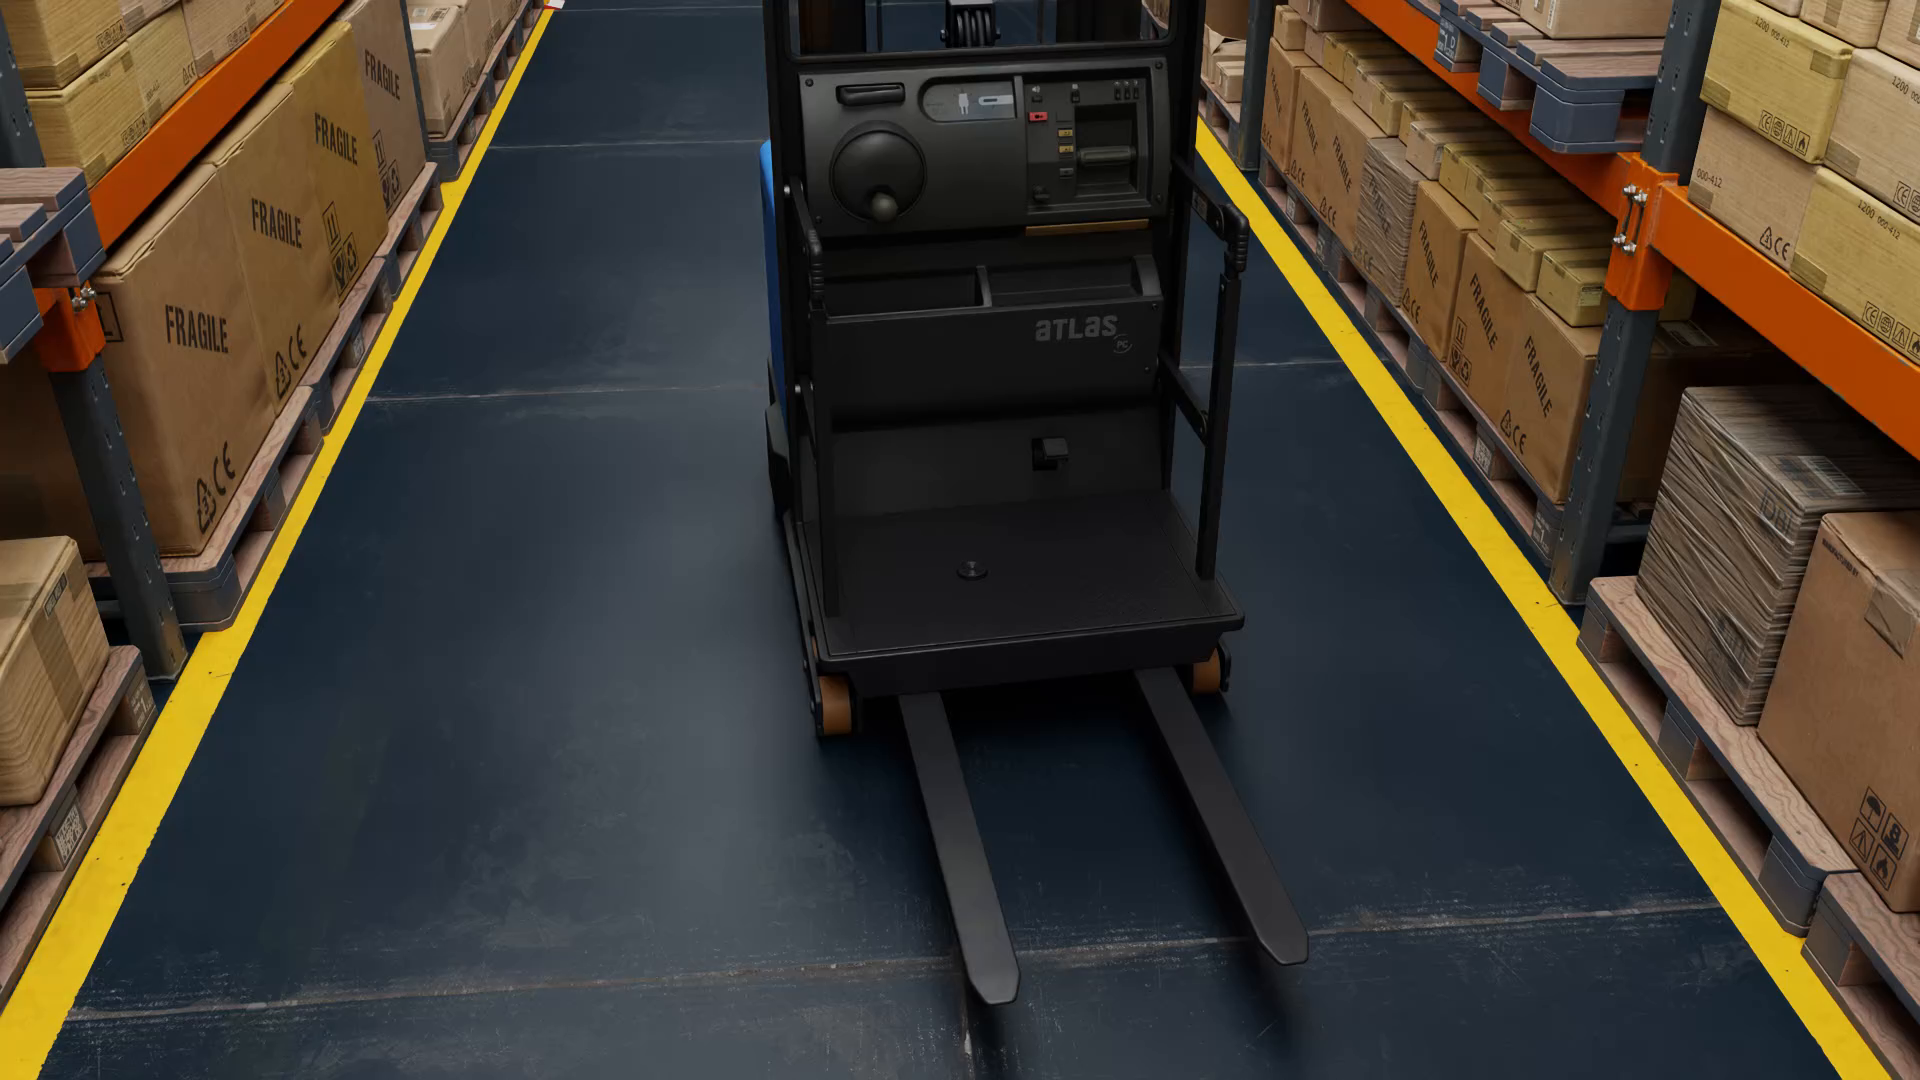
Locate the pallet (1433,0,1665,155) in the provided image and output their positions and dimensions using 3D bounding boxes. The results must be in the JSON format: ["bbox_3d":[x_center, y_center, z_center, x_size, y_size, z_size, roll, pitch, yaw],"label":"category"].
[{"bbox_3d":[2.140,-1.401,4.858,1.213,0.211,1.003,-3,31,-5],"label":"pallet"}]

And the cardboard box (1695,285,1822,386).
[{"bbox_3d":[2.513,-0.476,5.151,0.500,0.500,0.500,-2,31,-3],"label":"cardboard box"}]

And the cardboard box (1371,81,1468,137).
[{"bbox_3d":[1.853,-1.709,6.582,0.380,0.149,0.250,-2,31,-3],"label":"cardboard box"}]

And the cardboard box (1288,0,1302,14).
[{"bbox_3d":[1.729,-2.503,7.621,0.380,0.149,0.250,-3,31,-5],"label":"cardboard box"}]

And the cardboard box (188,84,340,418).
[{"bbox_3d":[-2.729,-0.981,5.630,0.875,0.875,0.875,-2,31,-4],"label":"cardboard box"}]

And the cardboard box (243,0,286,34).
[{"bbox_3d":[-2.622,-1.880,5.618,0.500,0.250,0.500,-3,31,-5],"label":"cardboard box"}]

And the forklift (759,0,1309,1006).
[{"bbox_3d":[0.111,-0.944,3.973,1.130,2.935,3.031,-5,31,-9],"label":"forklift"}]

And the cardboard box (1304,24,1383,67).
[{"bbox_3d":[1.771,-2.235,7.462,0.380,0.149,0.250,-4,31,-6],"label":"cardboard box"}]

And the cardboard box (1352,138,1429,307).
[{"bbox_3d":[1.865,-1.241,6.430,0.500,0.500,0.500,-4,31,-6],"label":"cardboard box"}]

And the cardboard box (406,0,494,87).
[{"bbox_3d":[-3.078,-2.806,9.112,0.875,0.438,0.875,-4,31,-6],"label":"cardboard box"}]

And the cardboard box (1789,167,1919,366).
[{"bbox_3d":[2.114,-0.581,3.444,0.500,0.250,0.500,-3,31,-6],"label":"cardboard box"}]

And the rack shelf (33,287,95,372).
[{"bbox_3d":[-2.481,0.429,2.308,1.077,0.370,4.000,-3,31,-5],"label":"rack shelf"}]

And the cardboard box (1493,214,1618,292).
[{"bbox_3d":[1.919,-0.904,5.234,0.380,0.149,0.250,-4,31,-7],"label":"cardboard box"}]

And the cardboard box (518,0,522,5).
[{"bbox_3d":[-3.254,-3.734,10.665,0.875,0.438,0.875,-4,31,-6],"label":"cardboard box"}]

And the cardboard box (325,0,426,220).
[{"bbox_3d":[-2.904,-1.899,7.166,0.875,0.875,0.875,-2,31,-3],"label":"cardboard box"}]

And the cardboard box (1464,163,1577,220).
[{"bbox_3d":[1.959,-1.178,5.692,0.380,0.149,0.250,-2,31,-3],"label":"cardboard box"}]

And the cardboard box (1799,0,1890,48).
[{"bbox_3d":[2.036,-1.149,3.519,0.380,0.149,0.250,-2,31,-4],"label":"cardboard box"}]

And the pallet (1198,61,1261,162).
[{"bbox_3d":[1.837,-2.336,8.956,1.003,0.211,1.213,-3,31,-5],"label":"pallet"}]

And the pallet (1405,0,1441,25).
[{"bbox_3d":[2.087,-2.051,5.946,1.003,0.211,1.213,-3,31,-5],"label":"pallet"}]

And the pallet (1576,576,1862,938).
[{"bbox_3d":[2.312,0.479,4.243,1.003,0.211,1.213,-3,31,-5],"label":"pallet"}]

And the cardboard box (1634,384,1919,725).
[{"bbox_3d":[2.318,0.018,4.202,0.875,0.625,0.625,-2,31,-3],"label":"cardboard box"}]

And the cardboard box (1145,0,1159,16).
[{"bbox_3d":[1.530,-3.577,10.342,0.700,0.500,0.500,-2,31,-3],"label":"cardboard box"}]

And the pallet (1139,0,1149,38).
[{"bbox_3d":[1.609,-3.582,11.042,1.003,0.211,1.213,-3,31,-5],"label":"pallet"}]

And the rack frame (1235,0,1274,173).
[{"bbox_3d":[1.900,-3.183,7.654,1.000,3.000,0.127,-3,31,-5],"label":"rack frame"}]

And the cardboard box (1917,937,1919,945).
[{"bbox_3d":[2.450,0.695,3.068,0.875,0.625,0.625,-4,31,-7],"label":"cardboard box"}]

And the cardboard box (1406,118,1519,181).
[{"bbox_3d":[1.879,-1.445,6.139,0.380,0.149,0.250,-4,31,-7],"label":"cardboard box"}]

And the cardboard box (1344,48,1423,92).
[{"bbox_3d":[1.846,-1.965,7.011,0.380,0.149,0.250,-3,31,-5],"label":"cardboard box"}]

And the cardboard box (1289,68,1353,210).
[{"bbox_3d":[1.781,-1.761,7.301,0.500,0.500,0.500,-3,31,-5],"label":"cardboard box"}]

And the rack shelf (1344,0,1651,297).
[{"bbox_3d":[2.087,-1.853,6.129,1.077,0.370,4.000,-3,31,-5],"label":"rack shelf"}]

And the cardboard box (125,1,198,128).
[{"bbox_3d":[-2.529,-1.360,4.748,0.500,0.250,0.500,-4,31,-6],"label":"cardboard box"}]

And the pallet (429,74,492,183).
[{"bbox_3d":[-3.035,-2.138,8.624,1.003,0.211,1.213,-3,31,-5],"label":"pallet"}]

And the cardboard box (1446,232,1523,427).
[{"bbox_3d":[1.984,-0.709,5.541,0.500,0.500,0.500,-3,31,-5],"label":"cardboard box"}]

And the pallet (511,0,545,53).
[{"bbox_3d":[-3.263,-3.384,10.709,1.003,0.211,1.213,-3,31,-5],"label":"pallet"}]

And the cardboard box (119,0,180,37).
[{"bbox_3d":[-2.517,-1.586,4.638,0.500,0.250,0.500,-2,31,-3],"label":"cardboard box"}]

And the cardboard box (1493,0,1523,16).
[{"bbox_3d":[1.853,-1.780,5.041,0.500,0.250,0.500,-4,31,-7],"label":"cardboard box"}]

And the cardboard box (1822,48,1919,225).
[{"bbox_3d":[2.118,-0.797,3.318,0.500,0.250,0.500,-2,31,-3],"label":"cardboard box"}]

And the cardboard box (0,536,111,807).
[{"bbox_3d":[-2.625,0.336,3.916,0.950,0.372,0.625,-5,31,-8],"label":"cardboard box"}]

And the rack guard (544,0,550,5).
[{"bbox_3d":[-3.418,-3.925,11.333,1.175,0.500,0.348,-3,31,-5],"label":"rack guard"}]

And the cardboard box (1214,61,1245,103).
[{"bbox_3d":[1.555,-2.410,8.730,0.380,0.149,0.250,-4,31,-6],"label":"cardboard box"}]

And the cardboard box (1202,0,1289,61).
[{"bbox_3d":[1.627,-3.047,9.455,0.700,0.500,0.500,-4,31,-6],"label":"cardboard box"}]

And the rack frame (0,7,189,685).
[{"bbox_3d":[-2.668,-0.901,3.833,1.000,3.000,0.127,-3,31,-5],"label":"rack frame"}]

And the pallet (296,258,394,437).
[{"bbox_3d":[-2.777,-0.731,6.269,1.003,0.211,1.213,-3,31,-5],"label":"pallet"}]

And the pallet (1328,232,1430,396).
[{"bbox_3d":[2.131,-0.948,6.631,1.003,0.211,1.213,-3,31,-5],"label":"pallet"}]
